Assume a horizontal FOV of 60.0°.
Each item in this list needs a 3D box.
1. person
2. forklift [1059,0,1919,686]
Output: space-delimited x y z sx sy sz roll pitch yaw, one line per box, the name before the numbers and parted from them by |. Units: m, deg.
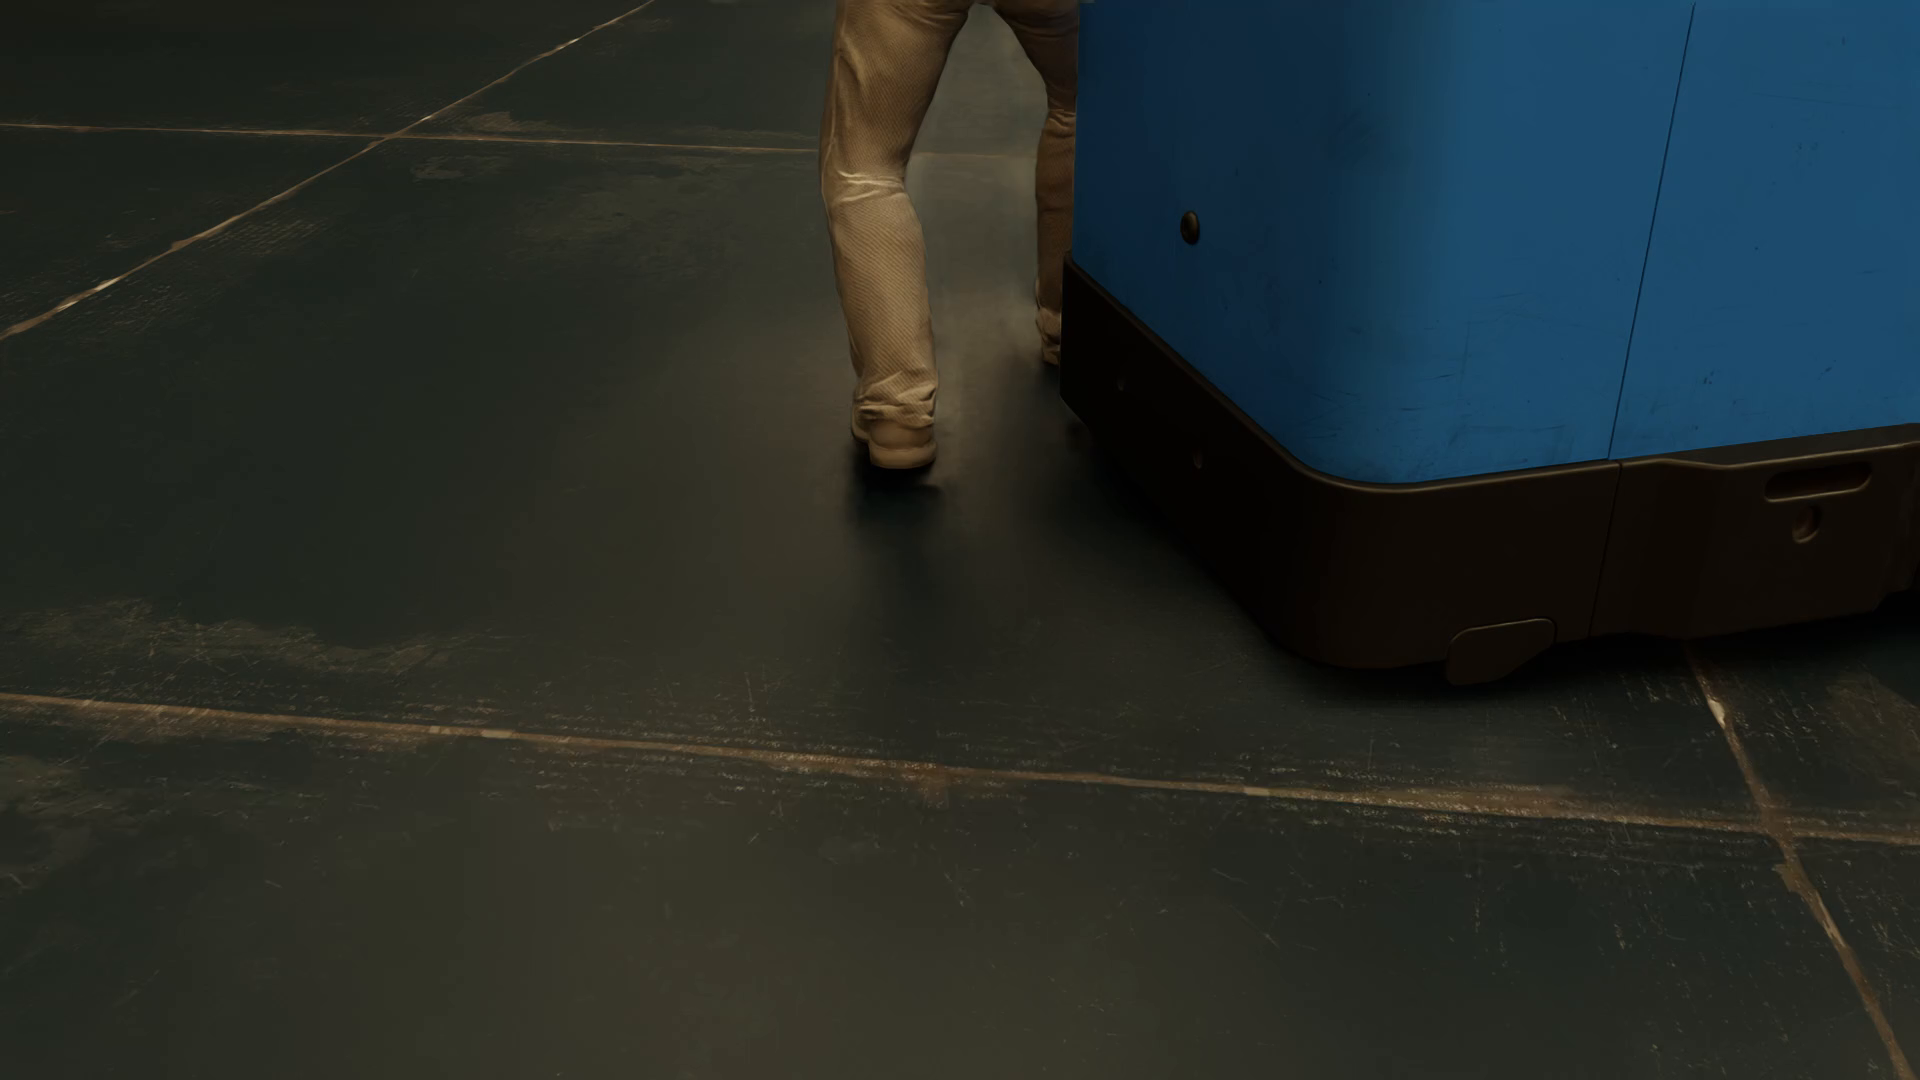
person | 0.093 -1.012 2.684 0.758 1.687 0.859 -4 27 -8
forklift | 1.745 -1.482 2.188 3.031 2.935 1.130 -7 27 -14
